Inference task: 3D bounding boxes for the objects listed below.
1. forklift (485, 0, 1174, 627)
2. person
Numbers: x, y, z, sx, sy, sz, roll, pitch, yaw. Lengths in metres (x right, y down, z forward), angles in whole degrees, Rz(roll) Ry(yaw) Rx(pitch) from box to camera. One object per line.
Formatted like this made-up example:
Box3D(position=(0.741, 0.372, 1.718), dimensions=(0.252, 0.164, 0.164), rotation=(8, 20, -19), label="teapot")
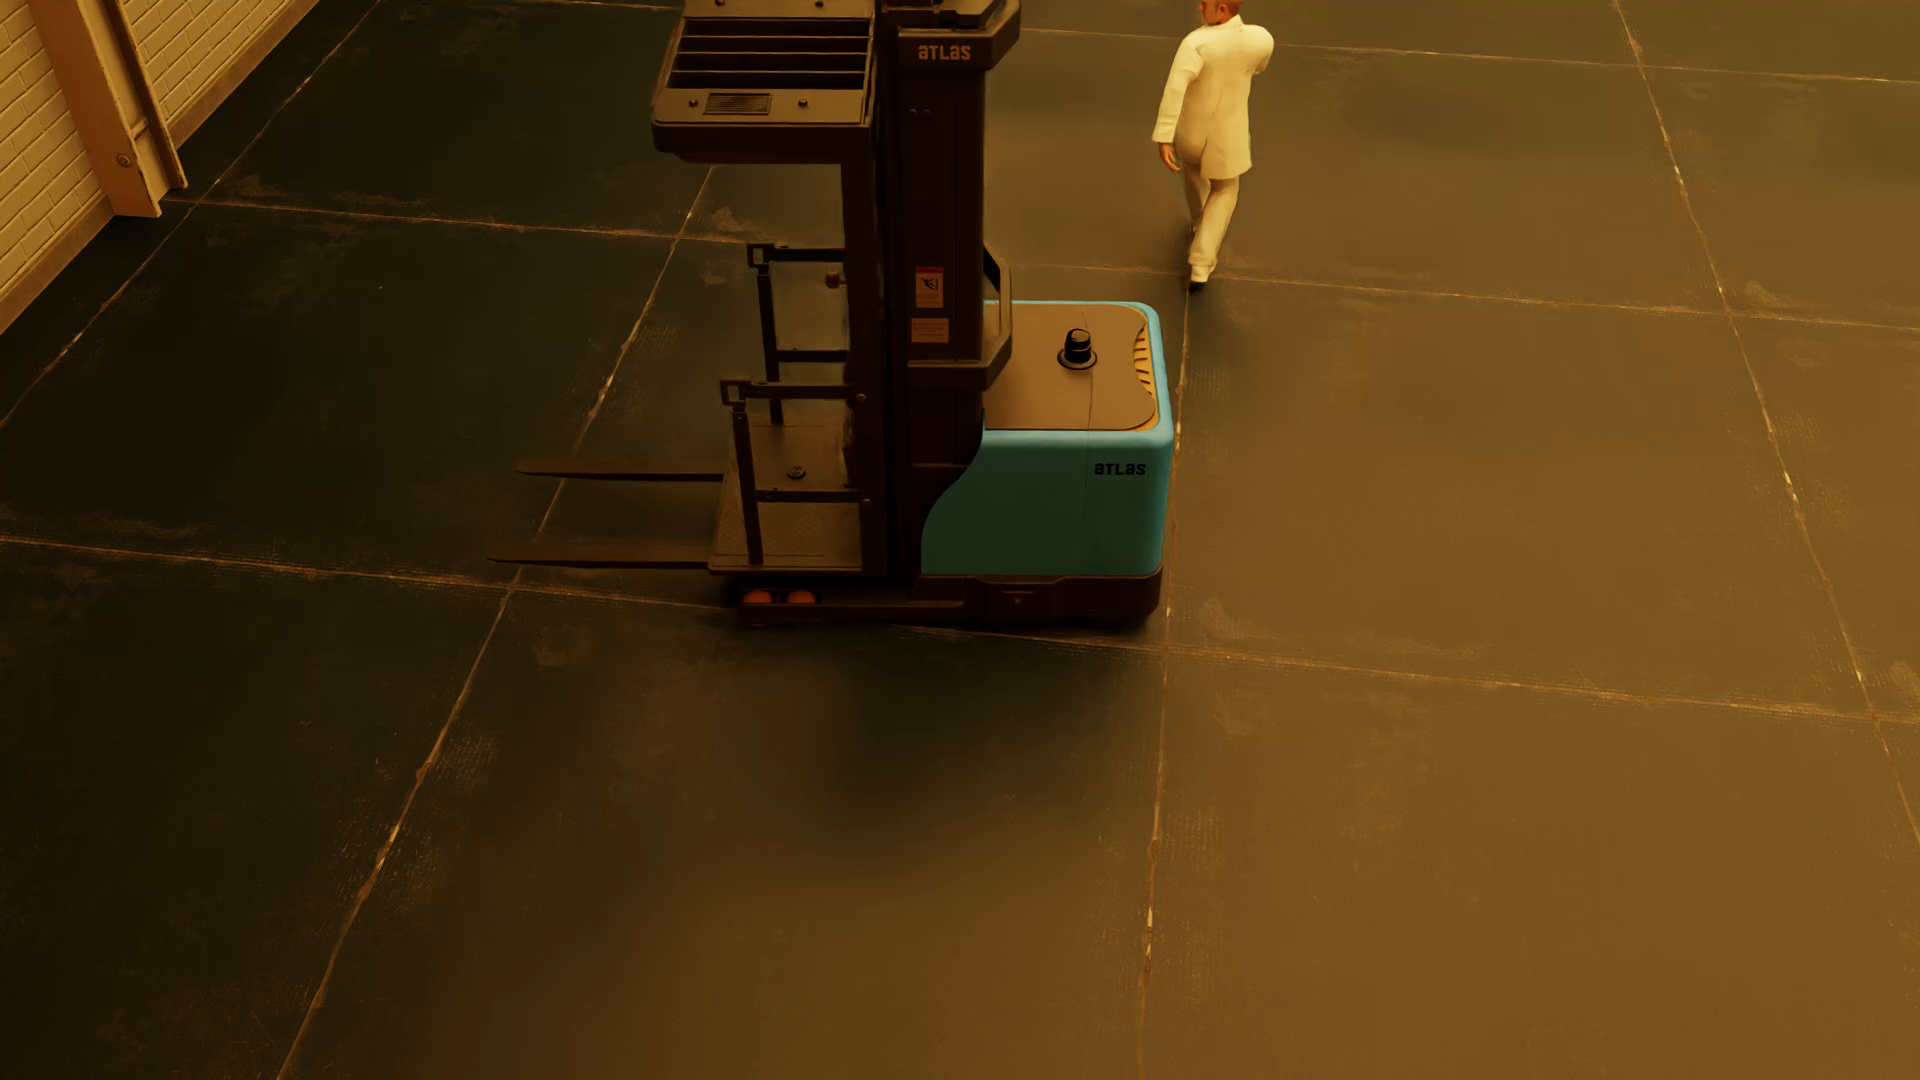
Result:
Box3D(position=(-0.617, -1.049, 6.867), dimensions=(3.031, 2.935, 1.130), rotation=(0, 43, 0), label="forklift")
Box3D(position=(1.372, -2.301, 9.178), dimensions=(0.607, 1.706, 1.007), rotation=(5, 43, 5), label="person")
